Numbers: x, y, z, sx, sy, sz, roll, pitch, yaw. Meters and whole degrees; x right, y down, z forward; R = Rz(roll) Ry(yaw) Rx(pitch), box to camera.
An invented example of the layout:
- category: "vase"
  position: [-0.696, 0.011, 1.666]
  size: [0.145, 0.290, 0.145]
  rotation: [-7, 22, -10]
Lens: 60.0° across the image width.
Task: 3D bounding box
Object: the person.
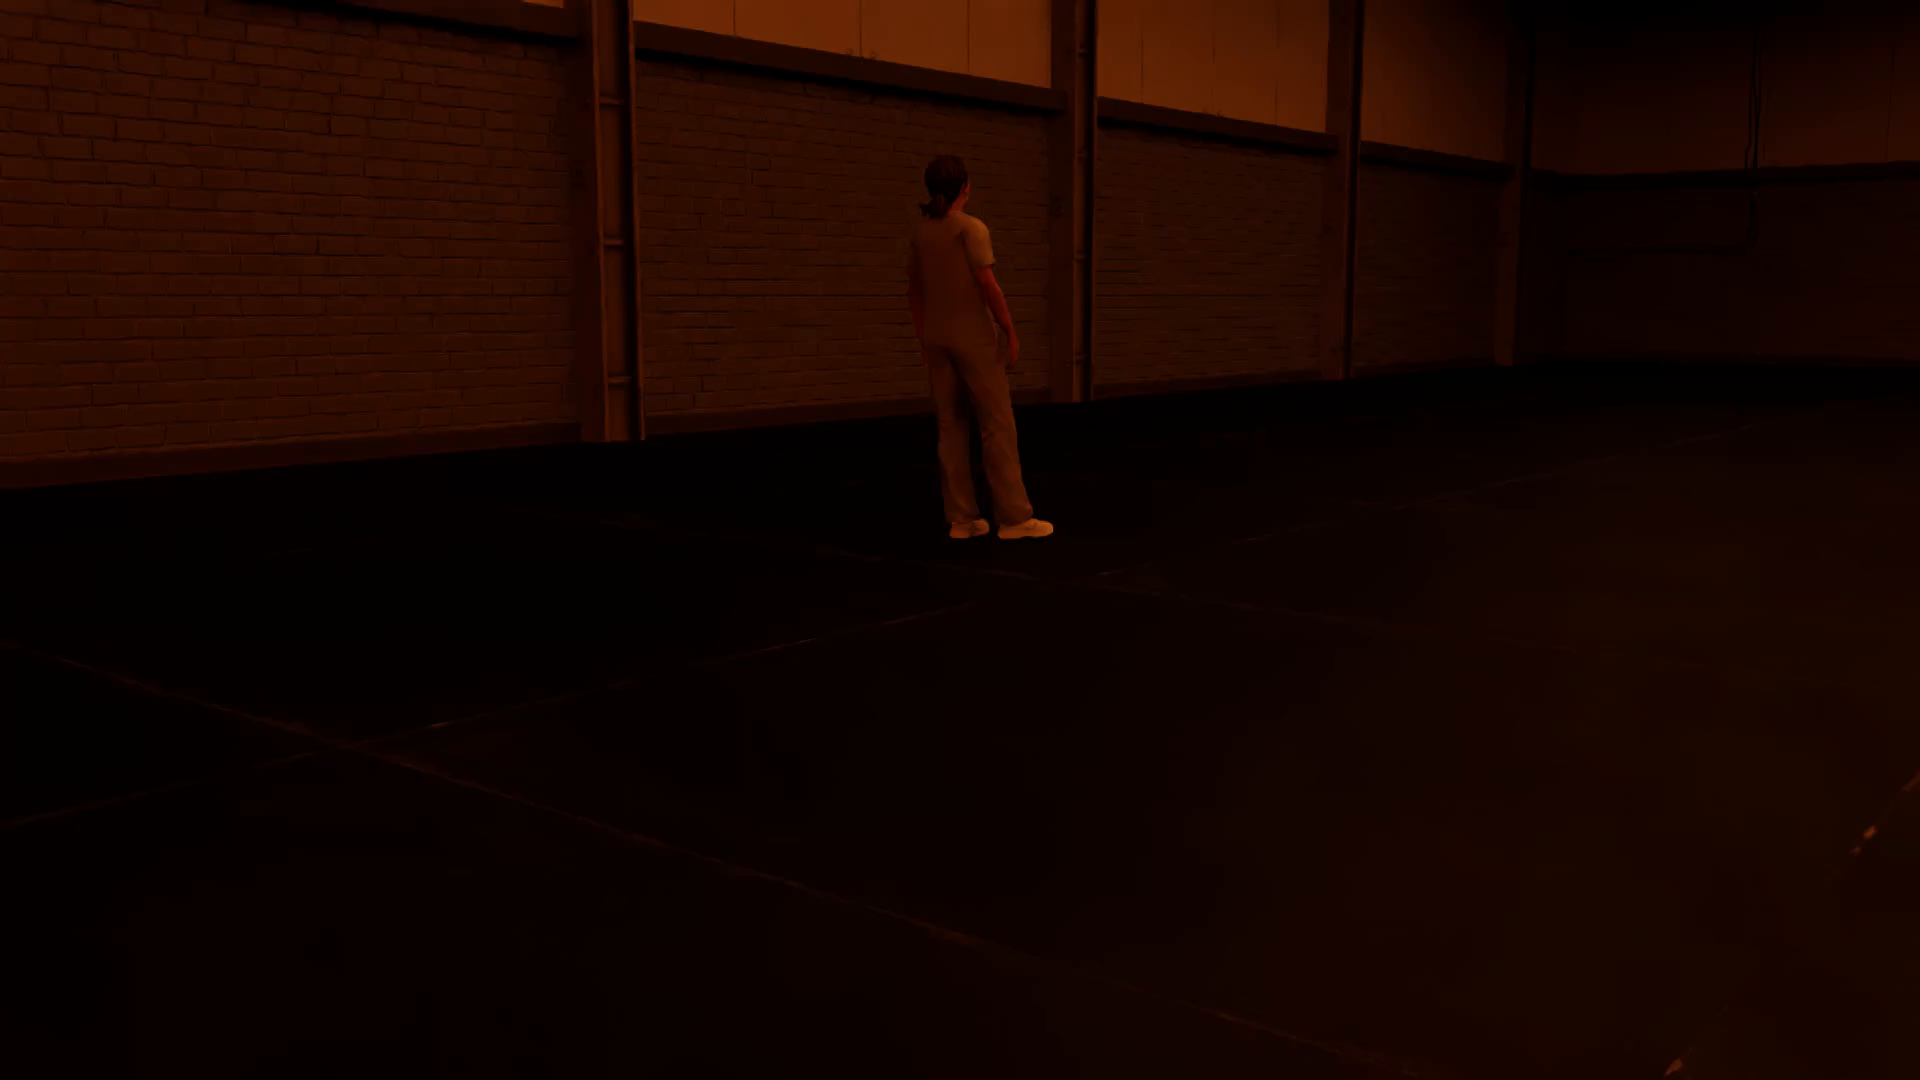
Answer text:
- category: "person"
  position: [0.057, -0.843, 7.331]
  size: [0.550, 1.674, 0.548]
  rotation: [7, 11, 38]
